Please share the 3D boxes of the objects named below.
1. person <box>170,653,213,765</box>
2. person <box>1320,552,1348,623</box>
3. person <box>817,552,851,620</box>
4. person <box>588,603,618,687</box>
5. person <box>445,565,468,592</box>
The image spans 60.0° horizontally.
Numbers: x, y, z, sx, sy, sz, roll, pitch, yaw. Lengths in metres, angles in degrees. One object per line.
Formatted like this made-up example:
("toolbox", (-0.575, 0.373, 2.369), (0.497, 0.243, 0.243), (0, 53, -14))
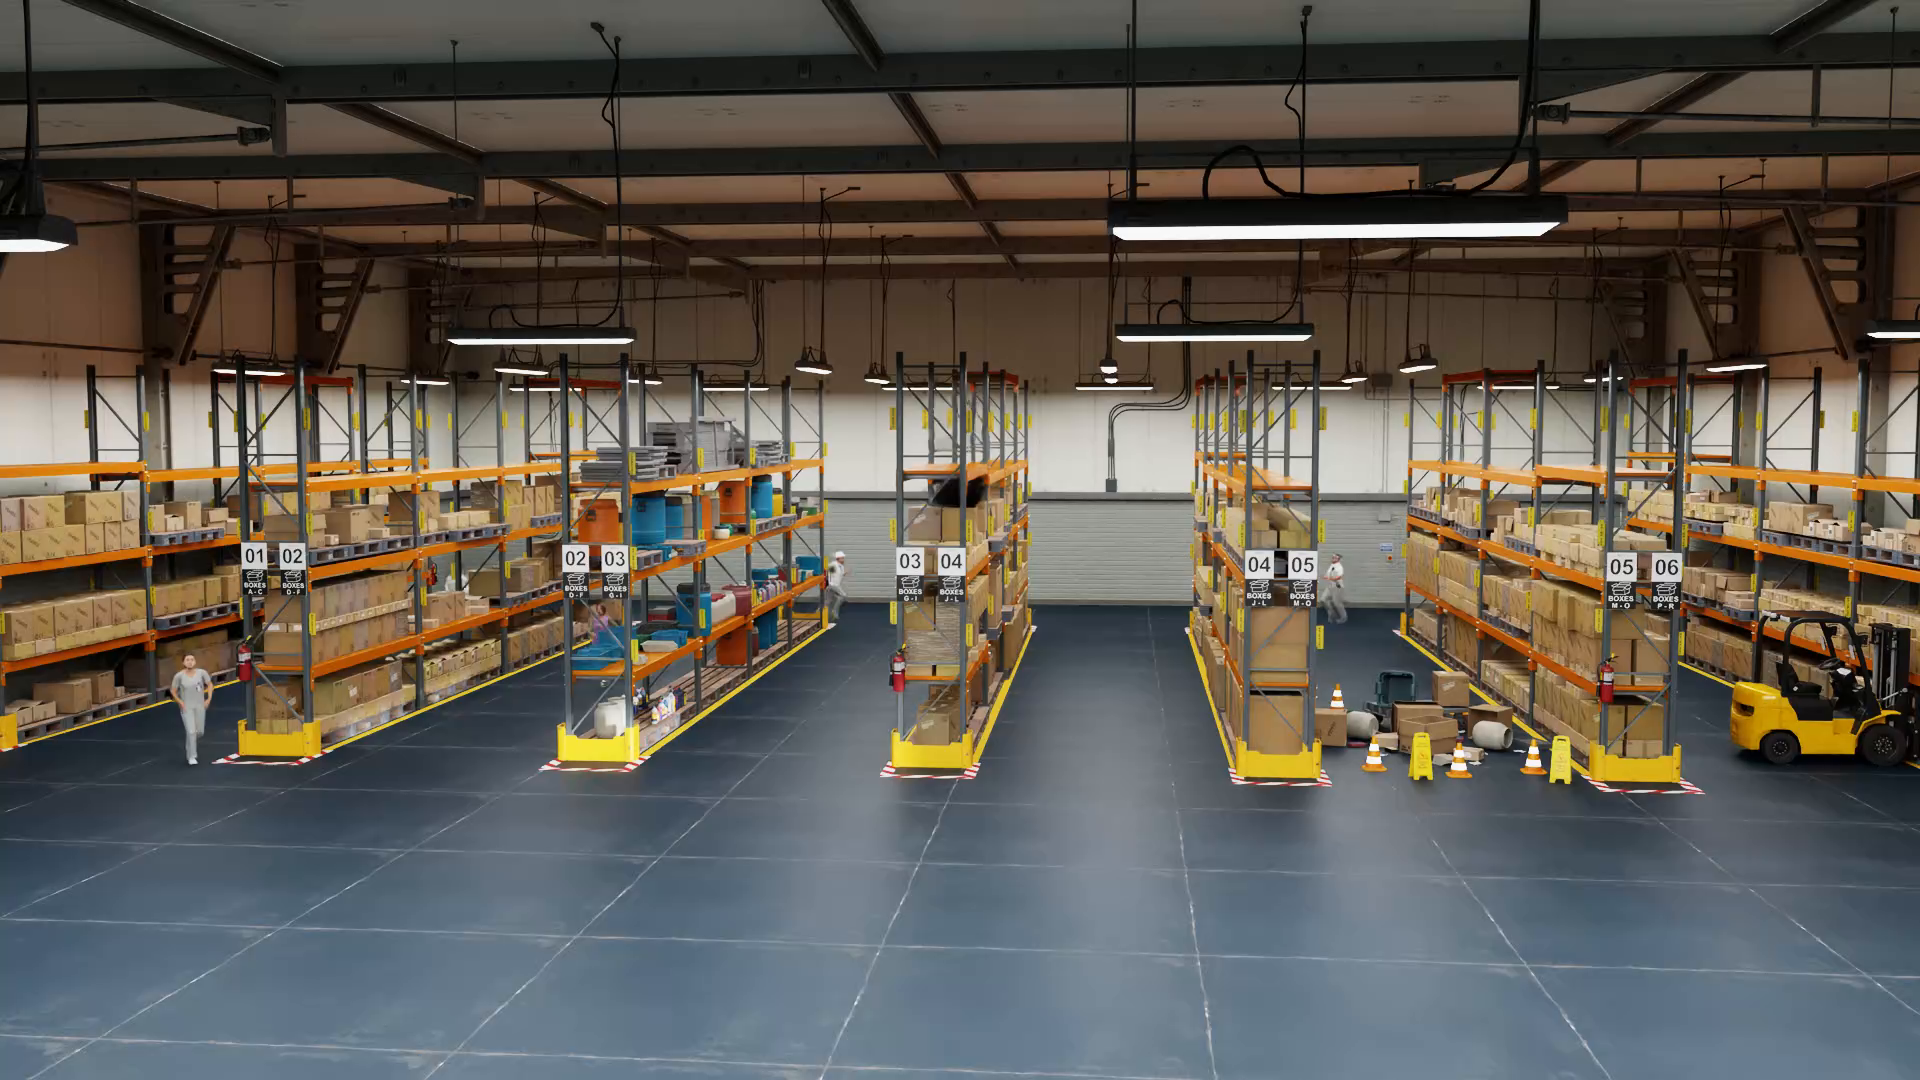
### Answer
("person", (-11.280, 2.456, 24.429), (0.579, 1.641, 0.649), (-3, 5, -32))
("person", (9.266, 1.196, 41.264), (0.706, 1.813, 0.635), (-1, 4, -16))
("person", (-3.200, 1.150, 41.955), (0.914, 1.727, 0.646), (1, 4, 10))
("person", (-6.733, 1.978, 31.254), (0.511, 1.570, 0.636), (1, 4, 8))
("person", (-11.988, 1.371, 39.488), (0.600, 1.649, 0.614), (0, 4, -1))
